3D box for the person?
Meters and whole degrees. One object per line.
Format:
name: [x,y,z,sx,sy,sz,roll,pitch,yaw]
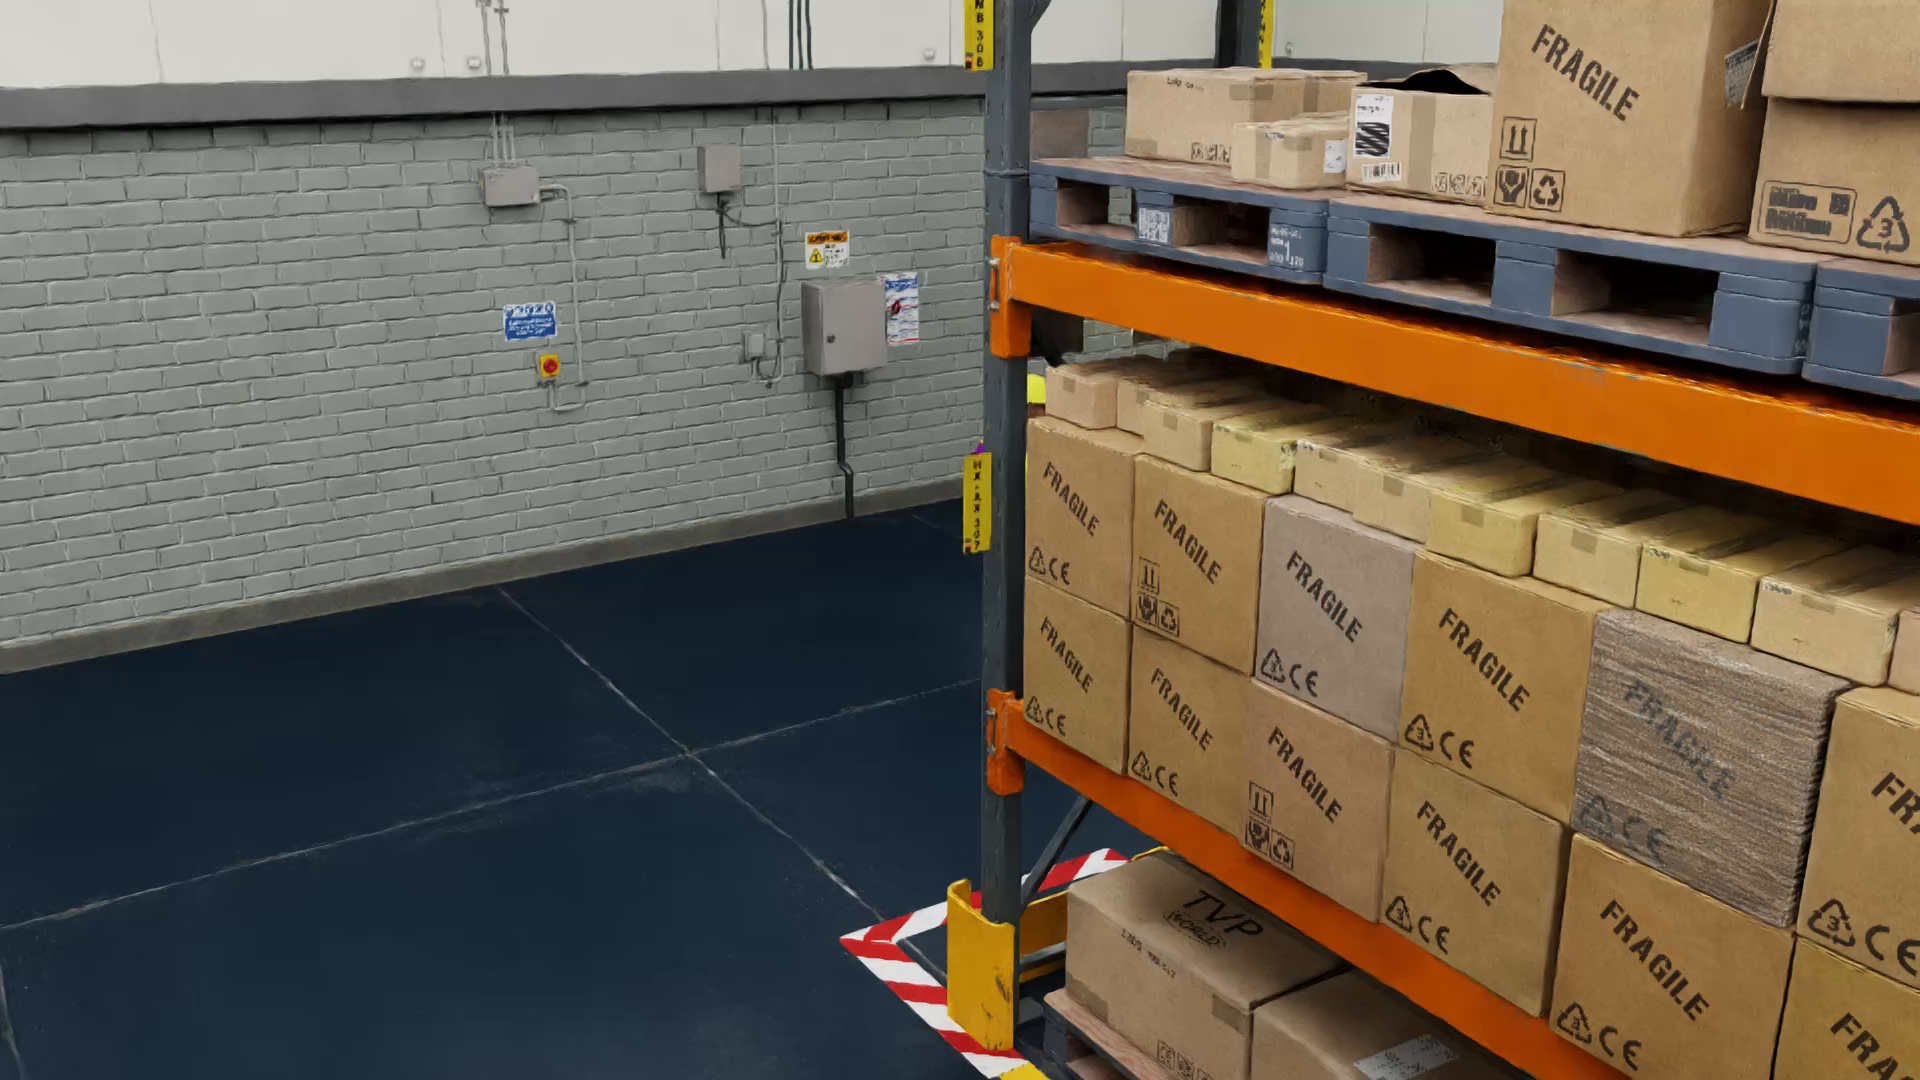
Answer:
person: [0.351,0.077,8.273,0.589,1.808,0.449,-11,21,-30]
